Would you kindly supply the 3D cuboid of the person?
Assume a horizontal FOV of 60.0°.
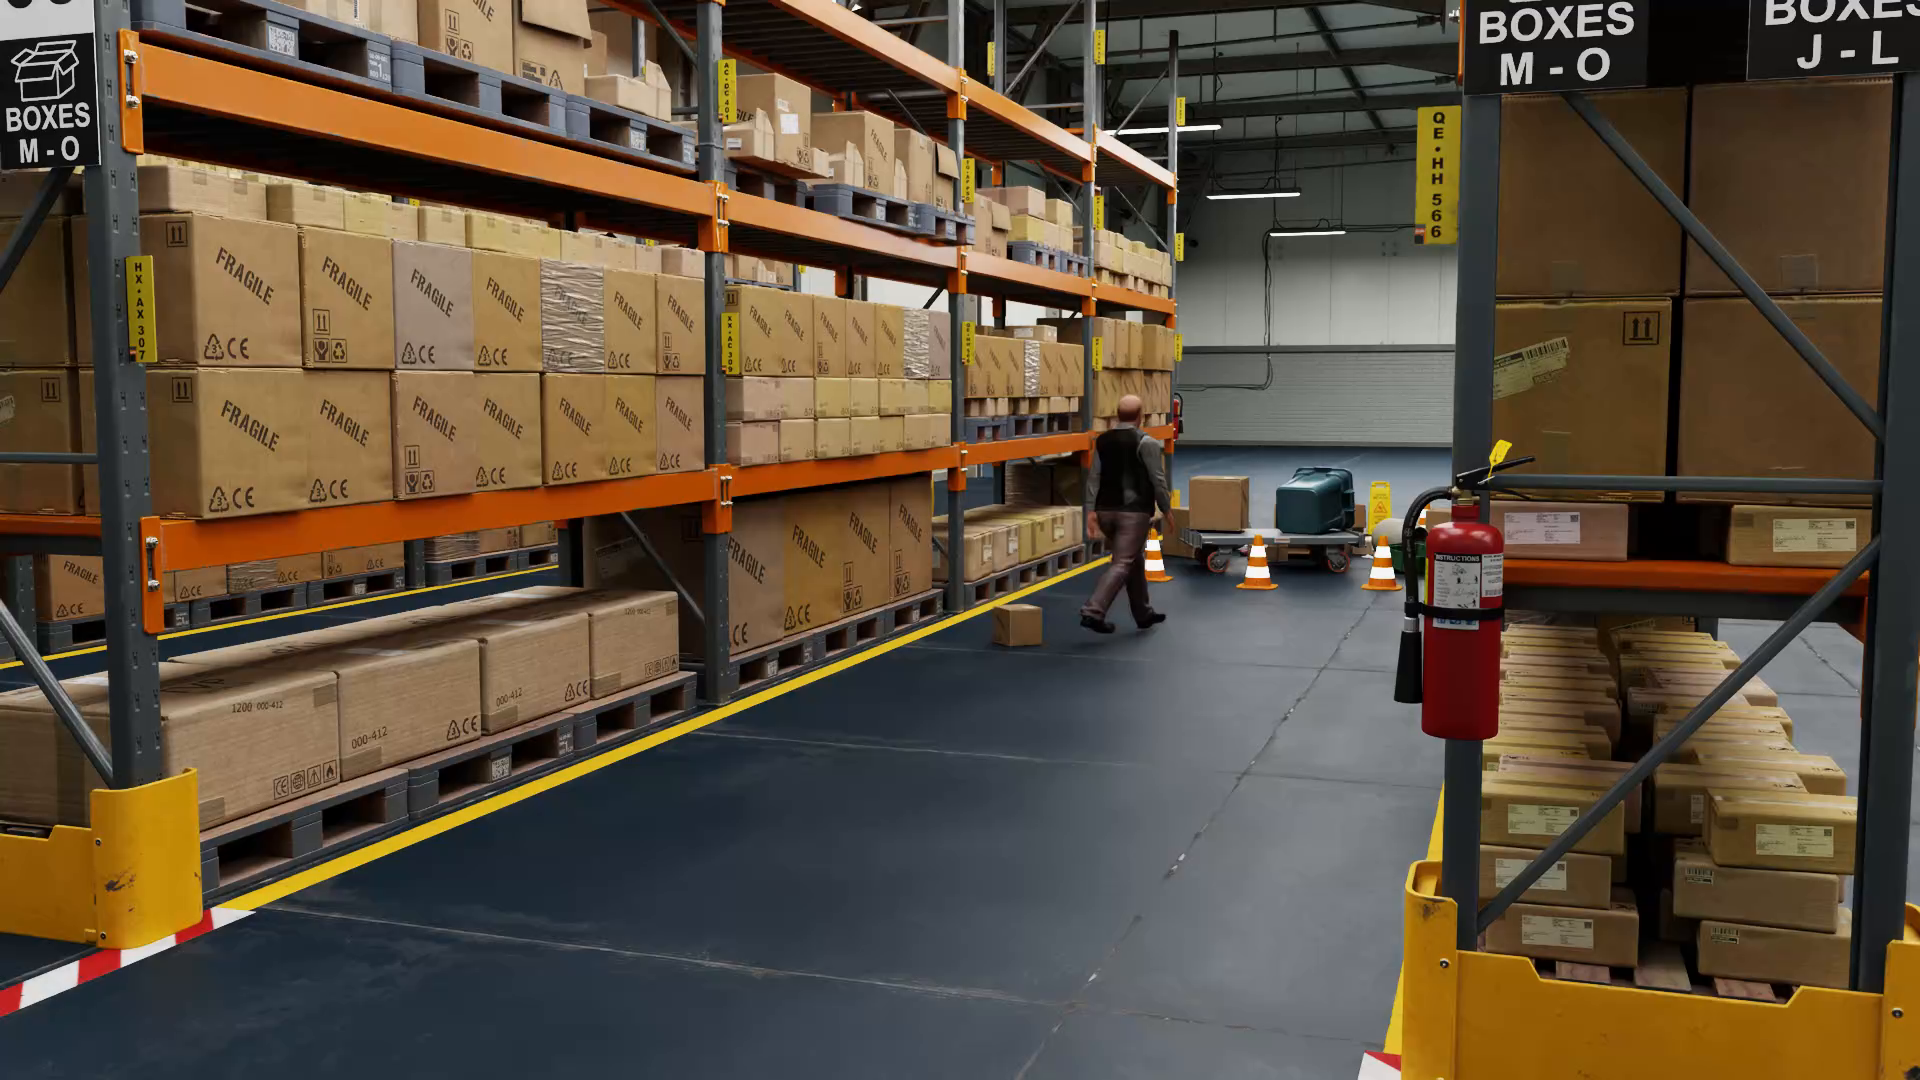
[{"bbox_3d":[1.161,-0.128,11.601,1.099,1.576,0.547,-5,7,-43],"label":"person"}]
